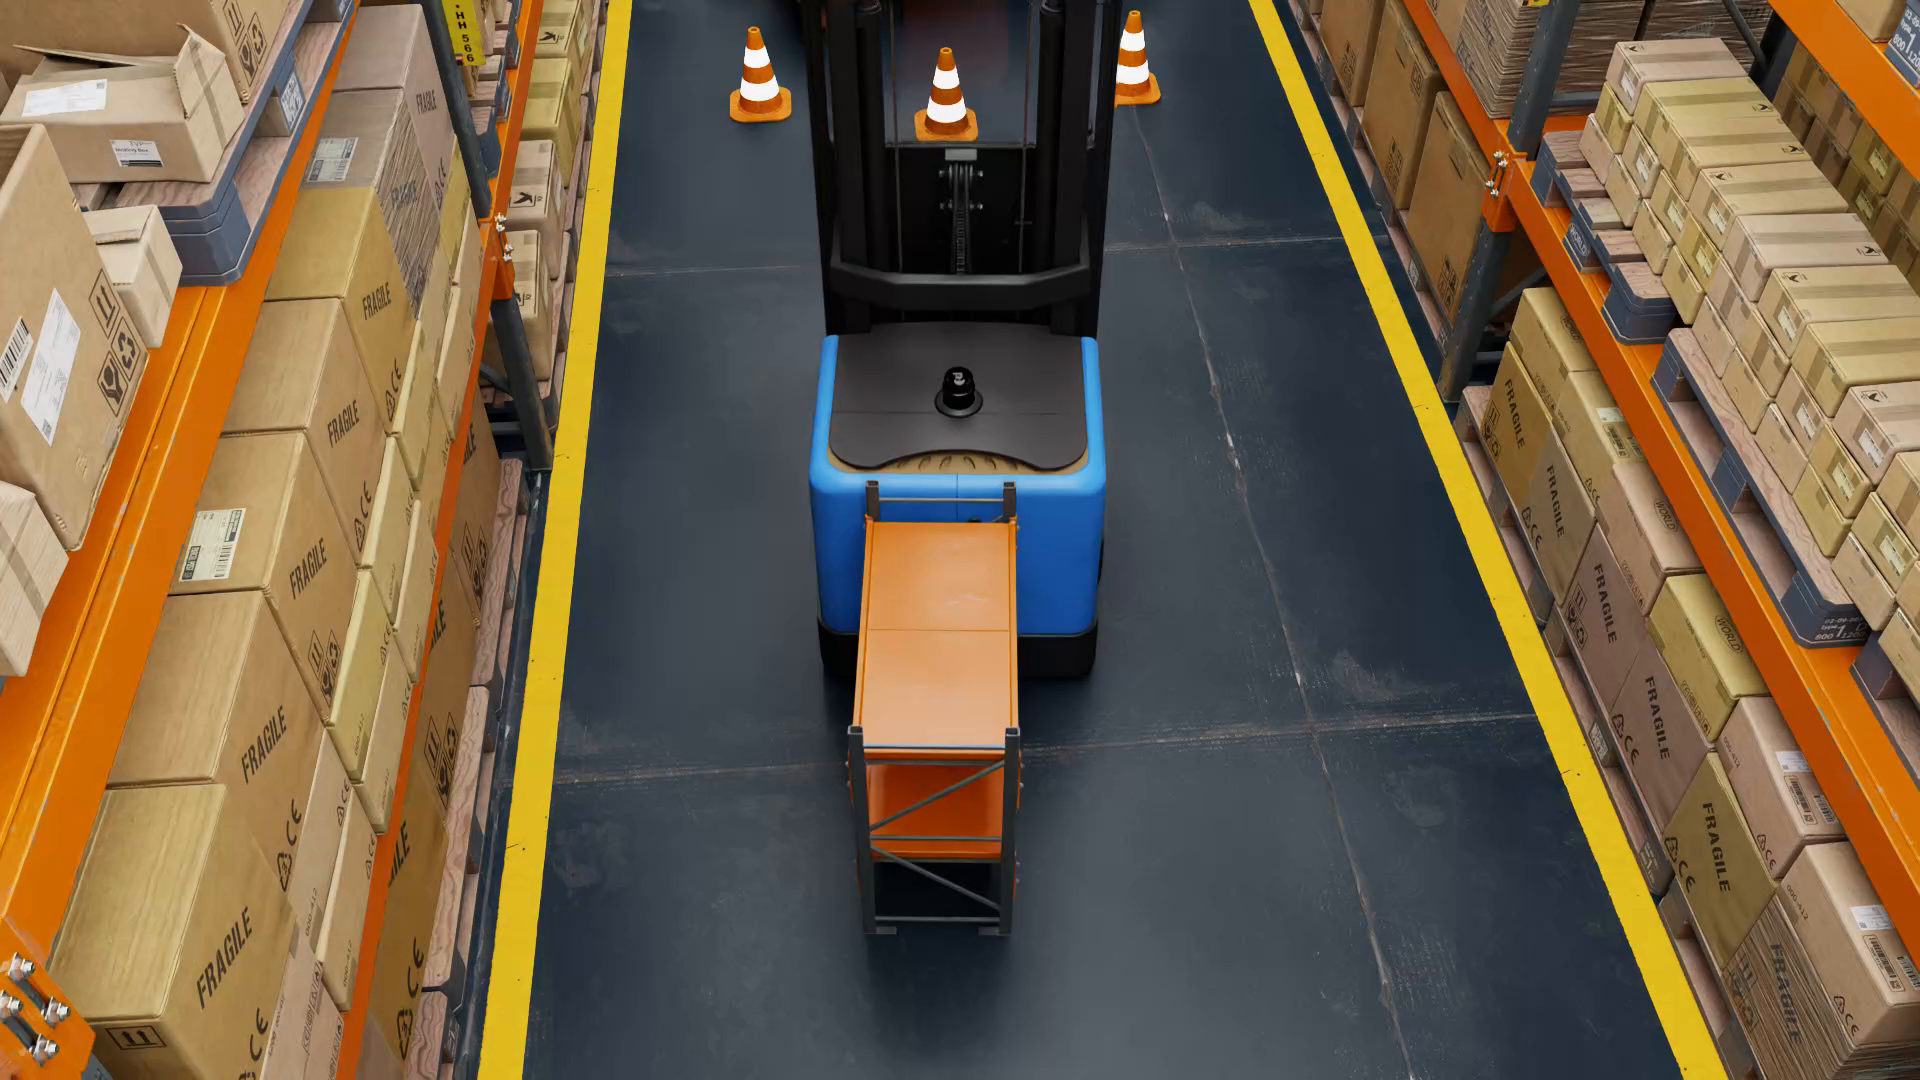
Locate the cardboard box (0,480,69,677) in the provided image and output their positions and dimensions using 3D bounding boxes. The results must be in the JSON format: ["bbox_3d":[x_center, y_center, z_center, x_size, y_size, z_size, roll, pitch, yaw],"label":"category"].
[{"bbox_3d":[-1.619,0.041,2.519,0.396,0.266,0.258,-4,47,-4],"label":"cardboard box"}]

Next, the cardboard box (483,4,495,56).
[{"bbox_3d":[-2.070,-2.052,6.647,0.380,0.149,0.250,-6,47,-6],"label":"cardboard box"}]

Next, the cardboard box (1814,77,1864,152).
[{"bbox_3d":[3.180,-1.468,5.685,0.380,0.149,0.250,-4,47,-4],"label":"cardboard box"}]

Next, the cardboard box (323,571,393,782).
[{"bbox_3d":[-1.769,0.356,4.242,0.500,0.250,0.500,-3,47,-3],"label":"cardboard box"}]

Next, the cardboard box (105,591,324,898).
[{"bbox_3d":[-1.746,0.474,3.614,0.500,0.500,0.500,-4,47,-4],"label":"cardboard box"}]

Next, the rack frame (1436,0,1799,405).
[{"bbox_3d":[2.664,-1.714,6.444,1.000,3.000,0.127,-3,47,-3],"label":"rack frame"}]

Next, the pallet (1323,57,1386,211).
[{"bbox_3d":[2.574,-2.210,8.835,1.003,0.211,1.213,-3,47,-3],"label":"pallet"}]

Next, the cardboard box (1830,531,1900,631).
[{"bbox_3d":[2.677,0.096,4.613,0.380,0.149,0.250,-5,47,-5],"label":"cardboard box"}]

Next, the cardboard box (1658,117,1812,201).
[{"bbox_3d":[2.551,-1.258,5.486,0.380,0.149,0.250,-4,47,-4],"label":"cardboard box"}]

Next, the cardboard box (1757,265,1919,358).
[{"bbox_3d":[2.621,-0.679,4.938,0.380,0.149,0.250,-2,47,-2],"label":"cardboard box"}]

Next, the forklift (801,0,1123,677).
[{"bbox_3d":[0.009,-1.542,6.328,1.130,2.935,3.031,1,47,0],"label":"forklift"}]

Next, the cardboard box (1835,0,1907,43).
[{"bbox_3d":[2.542,-1.627,4.227,0.500,0.500,0.500,-3,47,-3],"label":"cardboard box"}]

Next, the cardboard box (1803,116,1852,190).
[{"bbox_3d":[3.183,-1.351,5.779,0.380,0.149,0.250,-2,47,-2],"label":"cardboard box"}]

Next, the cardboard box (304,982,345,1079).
[{"bbox_3d":[-1.699,1.272,3.720,0.500,0.250,0.500,-4,47,-4],"label":"cardboard box"}]

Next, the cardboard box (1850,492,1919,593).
[{"bbox_3d":[2.680,-0.012,4.511,0.380,0.149,0.250,-6,47,-5],"label":"cardboard box"}]

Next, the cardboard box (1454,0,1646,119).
[{"bbox_3d":[2.358,-2.058,6.700,0.500,0.500,0.500,-3,47,-3],"label":"cardboard box"}]

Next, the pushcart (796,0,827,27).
[{"bbox_3d":[-0.327,-3.507,9.948,1.648,0.377,0.936,-19,49,-17],"label":"pushcart"}]

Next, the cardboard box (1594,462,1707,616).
[{"bbox_3d":[2.551,-0.017,5.753,0.500,0.250,0.500,-3,47,-3],"label":"cardboard box"}]

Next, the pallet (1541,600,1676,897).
[{"bbox_3d":[2.827,0.691,6.086,1.003,0.211,1.213,-3,47,-3],"label":"pallet"}]

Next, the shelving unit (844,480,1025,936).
[{"bbox_3d":[-0.069,0.570,5.572,0.538,1.125,1.048,1,47,0],"label":"shelving unit"}]

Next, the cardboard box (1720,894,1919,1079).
[{"bbox_3d":[2.686,1.375,4.950,0.500,0.500,0.500,-4,47,-4],"label":"cardboard box"}]

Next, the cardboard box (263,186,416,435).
[{"bbox_3d":[-1.870,-0.629,4.659,0.500,0.500,0.500,-3,47,-3],"label":"cardboard box"}]

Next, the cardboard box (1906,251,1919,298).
[{"bbox_3d":[3.247,-0.800,5.257,0.380,0.149,0.250,-4,47,-4],"label":"cardboard box"}]

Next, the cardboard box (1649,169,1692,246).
[{"bbox_3d":[2.555,-1.123,5.563,0.380,0.149,0.250,-5,47,-5],"label":"cardboard box"}]

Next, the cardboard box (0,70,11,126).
[{"bbox_3d":[-2.233,-0.900,3.479,0.380,0.166,0.250,0,47,0],"label":"cardboard box"}]

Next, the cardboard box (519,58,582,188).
[{"bbox_3d":[-2.425,-2.072,8.304,0.950,0.372,0.625,-2,47,-2],"label":"cardboard box"}]

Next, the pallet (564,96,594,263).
[{"bbox_3d":[-2.423,-1.827,8.471,1.003,0.211,1.213,-3,47,-3],"label":"pallet"}]

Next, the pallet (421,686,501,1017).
[{"bbox_3d":[-2.170,1.075,5.723,1.003,0.211,1.213,-3,47,-3],"label":"pallet"}]

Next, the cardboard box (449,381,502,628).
[{"bbox_3d":[-2.285,-0.249,6.230,0.875,0.875,0.875,-4,47,-4],"label":"cardboard box"}]

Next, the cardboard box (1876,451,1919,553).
[{"bbox_3d":[2.688,-0.110,4.399,0.380,0.149,0.250,-5,47,-5],"label":"cardboard box"}]

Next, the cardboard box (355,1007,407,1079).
[{"bbox_3d":[-2.057,1.697,4.388,0.875,0.875,0.875,-2,47,-2],"label":"cardboard box"}]

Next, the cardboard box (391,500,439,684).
[{"bbox_3d":[-1.804,0.163,4.769,0.500,0.250,0.500,-4,47,-4],"label":"cardboard box"}]

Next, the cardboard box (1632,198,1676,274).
[{"bbox_3d":[2.546,-1.046,5.695,0.380,0.149,0.250,-1,47,-1],"label":"cardboard box"}]

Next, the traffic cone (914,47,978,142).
[{"bbox_3d":[-0.076,-2.400,8.841,0.336,0.463,0.334,-3,47,-3],"label":"traffic cone"}]

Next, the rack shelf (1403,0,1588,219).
[{"bbox_3d":[2.496,-2.913,8.075,1.077,0.370,4.000,-3,47,-3],"label":"rack shelf"}]

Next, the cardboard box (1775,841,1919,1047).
[{"bbox_3d":[2.684,1.114,4.681,0.500,0.250,0.500,-5,47,-4],"label":"cardboard box"}]

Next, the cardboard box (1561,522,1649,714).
[{"bbox_3d":[2.562,0.263,6.003,0.500,0.500,0.500,-5,47,-4],"label":"cardboard box"}]

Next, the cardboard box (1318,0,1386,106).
[{"bbox_3d":[2.548,-2.837,8.767,1.050,0.750,0.750,-3,47,-3],"label":"cardboard box"}]

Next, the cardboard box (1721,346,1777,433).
[{"bbox_3d":[2.613,-0.477,5.156,0.380,0.149,0.250,-3,47,-3],"label":"cardboard box"}]

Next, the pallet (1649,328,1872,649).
[{"bbox_3d":[2.870,-0.218,5.159,1.003,0.211,1.213,-3,47,-3],"label":"pallet"}]

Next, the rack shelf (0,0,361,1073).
[{"bbox_3d":[-2.093,-0.677,3.891,1.077,0.370,4.000,-3,47,-3],"label":"rack shelf"}]

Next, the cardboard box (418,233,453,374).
[{"bbox_3d":[-1.920,-0.754,5.294,0.500,0.250,0.500,-5,47,-4],"label":"cardboard box"}]

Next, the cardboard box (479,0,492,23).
[{"bbox_3d":[-2.118,-2.337,6.471,0.500,0.500,0.500,-1,47,-1],"label":"cardboard box"}]

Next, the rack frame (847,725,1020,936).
[{"bbox_3d":[-0.076,0.939,5.223,0.500,1.125,0.032,1,47,0],"label":"rack frame"}]

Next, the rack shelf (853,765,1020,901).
[{"bbox_3d":[-0.069,0.738,5.750,0.538,0.278,1.000,1,47,0],"label":"rack shelf"}]

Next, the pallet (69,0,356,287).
[{"bbox_3d":[-2.057,-1.035,3.865,1.003,0.211,1.213,-2,47,-1],"label":"pallet"}]

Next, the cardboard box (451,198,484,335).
[{"bbox_3d":[-1.959,-0.938,5.812,0.500,0.250,0.500,-5,47,-5],"label":"cardboard box"}]

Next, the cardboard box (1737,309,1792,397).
[{"bbox_3d":[2.613,-0.580,5.049,0.380,0.149,0.250,-4,47,-4],"label":"cardboard box"}]
